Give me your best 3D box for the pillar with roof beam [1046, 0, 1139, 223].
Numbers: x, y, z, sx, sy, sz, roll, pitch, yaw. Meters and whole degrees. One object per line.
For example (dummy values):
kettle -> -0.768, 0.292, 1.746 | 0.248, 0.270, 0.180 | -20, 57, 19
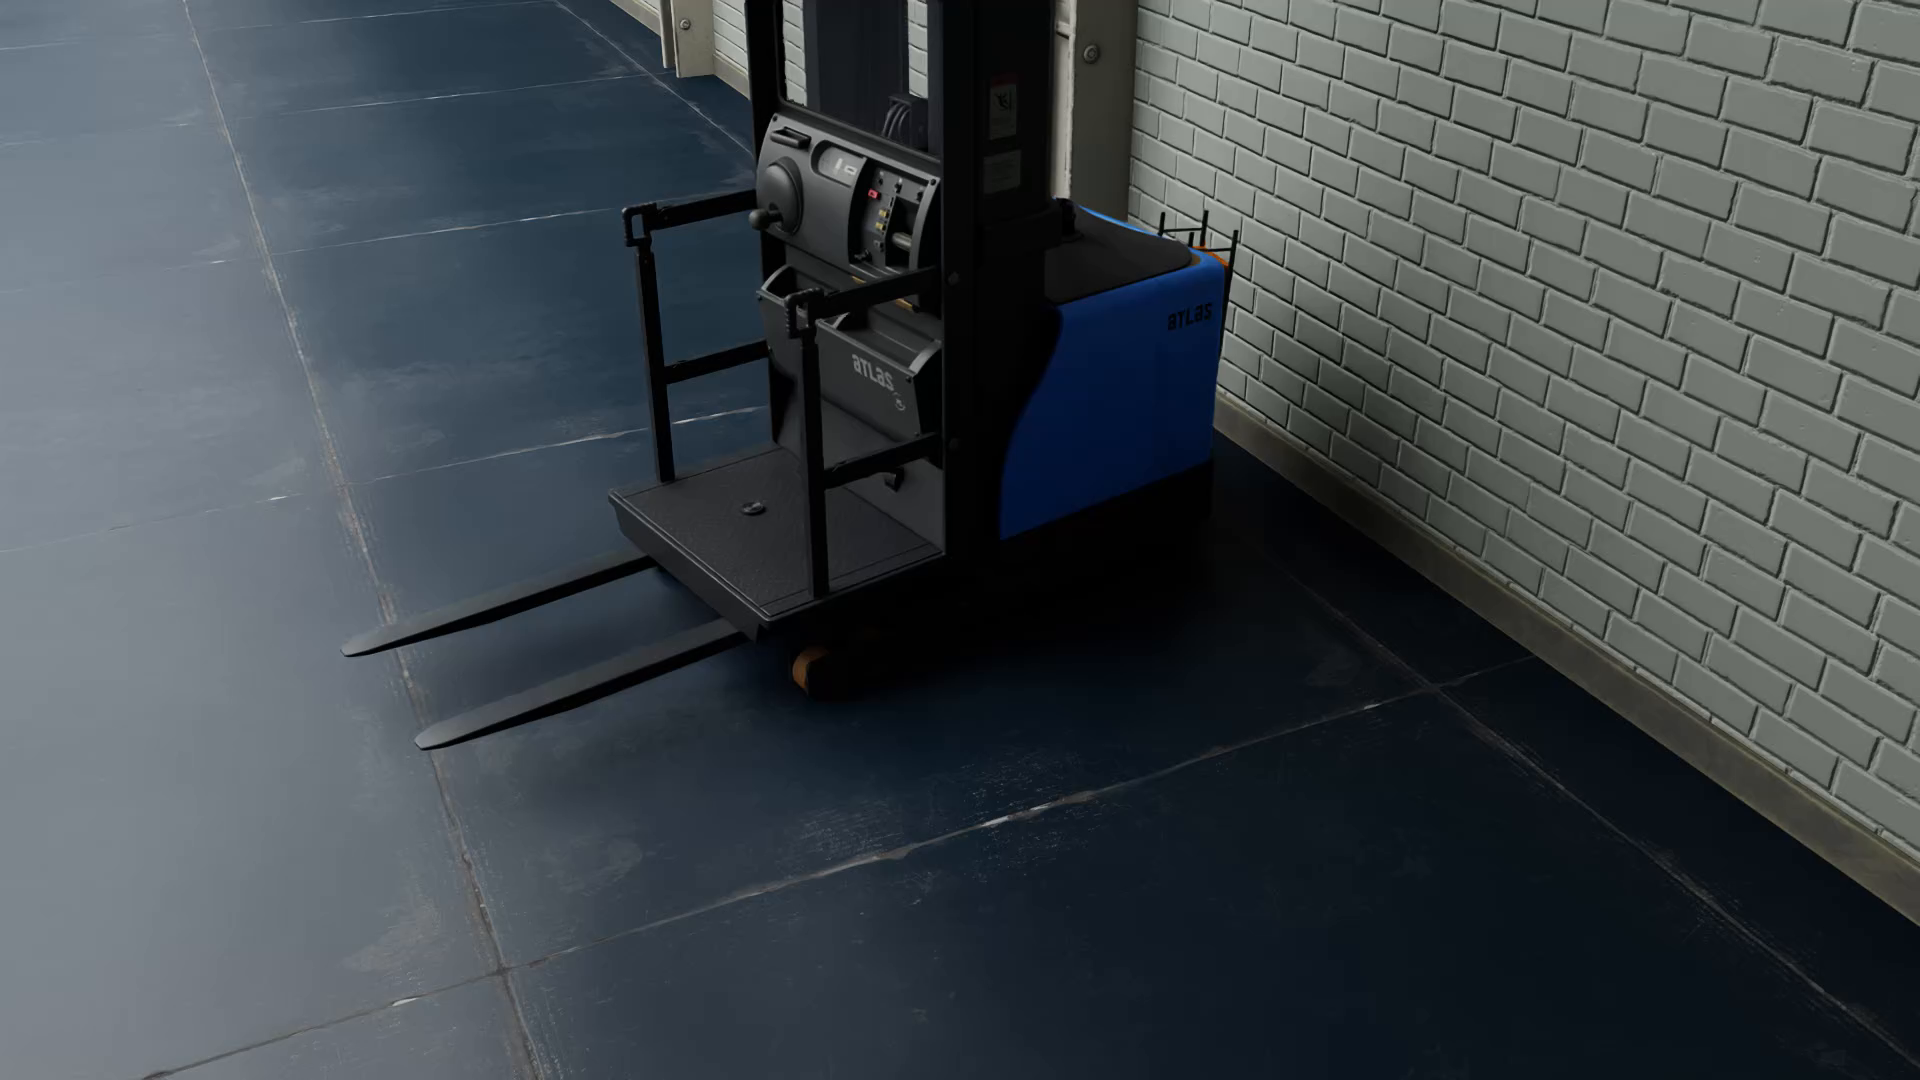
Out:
pillar with roof beam -> -3.354, -3.935, 4.067 | 9.100, 9.000, 0.400 | -13, 32, -22

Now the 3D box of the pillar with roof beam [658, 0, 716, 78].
pillar with roof beam -> -5.930, -6.585, 8.793 | 9.100, 9.000, 0.400 | -13, 32, -22

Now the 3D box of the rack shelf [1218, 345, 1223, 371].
rack shelf -> 0.861, -0.721, 6.470 | 0.215, 0.259, 0.240 | -6, 30, -19

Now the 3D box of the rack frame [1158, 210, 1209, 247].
rack frame -> 0.822, -0.787, 6.565 | 0.200, 1.050, 0.008 | -6, 30, -19

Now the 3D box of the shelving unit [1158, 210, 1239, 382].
shelving unit -> 0.862, -0.730, 6.465 | 0.215, 1.050, 0.252 | -6, 30, -19

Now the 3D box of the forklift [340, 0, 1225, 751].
forklift -> -0.534, -1.067, 5.157 | 3.031, 2.935, 1.130 | -21, 35, -32

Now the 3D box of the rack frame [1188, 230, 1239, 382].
rack frame -> 0.902, -0.674, 6.365 | 0.200, 1.050, 0.008 | -6, 30, -19

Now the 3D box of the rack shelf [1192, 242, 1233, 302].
rack shelf -> 0.879, -0.971, 6.337 | 0.215, 0.259, 0.240 | -6, 30, -19
